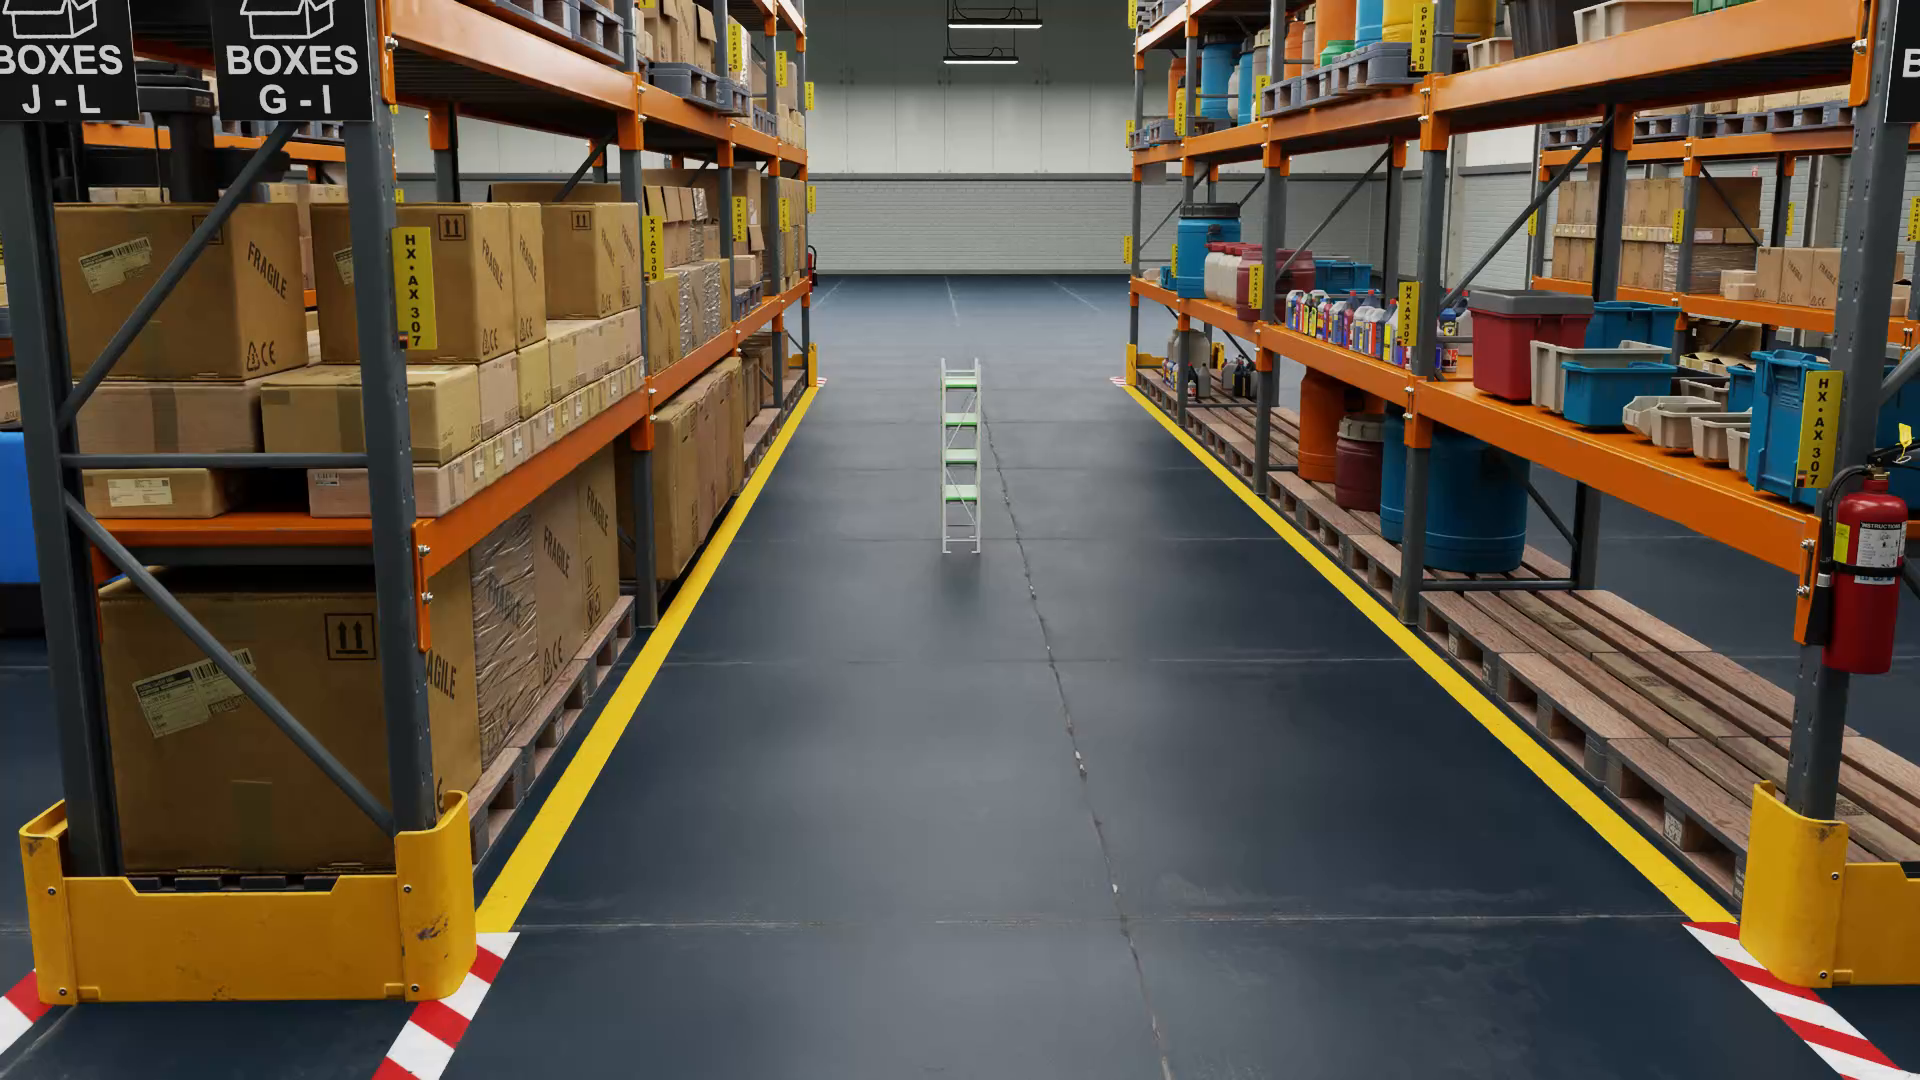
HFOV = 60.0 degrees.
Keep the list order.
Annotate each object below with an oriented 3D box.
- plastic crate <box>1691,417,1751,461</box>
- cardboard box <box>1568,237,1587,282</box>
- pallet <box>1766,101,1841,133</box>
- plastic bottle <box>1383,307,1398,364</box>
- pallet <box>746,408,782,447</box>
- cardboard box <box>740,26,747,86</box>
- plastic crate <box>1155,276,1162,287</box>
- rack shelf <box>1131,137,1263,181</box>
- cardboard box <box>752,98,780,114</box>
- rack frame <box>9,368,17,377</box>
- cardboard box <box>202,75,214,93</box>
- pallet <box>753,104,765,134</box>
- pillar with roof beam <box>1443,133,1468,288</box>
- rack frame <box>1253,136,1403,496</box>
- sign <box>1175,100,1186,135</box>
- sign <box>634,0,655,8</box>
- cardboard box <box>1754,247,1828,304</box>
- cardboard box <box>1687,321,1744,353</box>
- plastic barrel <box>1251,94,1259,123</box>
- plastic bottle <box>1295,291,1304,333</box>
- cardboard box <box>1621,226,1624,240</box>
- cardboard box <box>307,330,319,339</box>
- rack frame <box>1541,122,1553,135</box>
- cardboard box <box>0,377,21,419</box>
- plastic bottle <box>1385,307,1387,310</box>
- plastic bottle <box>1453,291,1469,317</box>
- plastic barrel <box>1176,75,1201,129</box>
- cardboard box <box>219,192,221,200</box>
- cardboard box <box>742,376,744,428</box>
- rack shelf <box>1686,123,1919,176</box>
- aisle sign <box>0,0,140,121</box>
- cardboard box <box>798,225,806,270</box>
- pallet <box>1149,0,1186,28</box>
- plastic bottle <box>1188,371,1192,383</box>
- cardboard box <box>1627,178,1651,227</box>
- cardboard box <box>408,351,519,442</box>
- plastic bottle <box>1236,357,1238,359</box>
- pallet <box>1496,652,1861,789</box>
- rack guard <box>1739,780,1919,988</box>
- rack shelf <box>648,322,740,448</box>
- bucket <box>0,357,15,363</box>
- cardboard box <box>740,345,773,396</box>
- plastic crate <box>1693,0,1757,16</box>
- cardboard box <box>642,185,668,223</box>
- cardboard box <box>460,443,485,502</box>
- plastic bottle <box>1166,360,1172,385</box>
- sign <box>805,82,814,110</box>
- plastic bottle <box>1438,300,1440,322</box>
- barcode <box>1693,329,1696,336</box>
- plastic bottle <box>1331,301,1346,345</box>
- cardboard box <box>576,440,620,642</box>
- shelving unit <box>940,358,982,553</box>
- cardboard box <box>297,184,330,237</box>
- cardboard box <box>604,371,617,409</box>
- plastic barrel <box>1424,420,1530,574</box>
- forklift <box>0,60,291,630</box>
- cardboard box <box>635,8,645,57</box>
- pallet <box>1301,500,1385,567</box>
[{"bbox_3d":[2.743,-0.350,5.754,0.396,0.136,0.243,0,11,-1],"label":"plastic crate"},{"bbox_3d":[7.566,-3.283,19.446,0.700,0.500,0.500,0,11,0],"label":"cardboard box"},{"bbox_3d":[7.590,-3.575,14.069,1.003,0.211,1.213,0,11,1],"label":"pallet"},{"bbox_3d":[2.503,-1.183,9.472,0.144,0.351,0.185,0,11,-1],"label":"plastic bottle"},{"bbox_3d":[-2.250,-1.075,15.826,1.003,0.211,1.213,0,11,-1],"label":"pallet"},{"bbox_3d":[-1.945,-3.760,12.997,0.500,0.500,0.500,0,11,-1],"label":"cardboard box"},{"bbox_3d":[2.397,-2.809,18.024,0.530,0.136,0.437,0,11,-1],"label":"plastic crate"},{"bbox_3d":[2.643,-4.132,18.145,1.077,0.370,4.000,0,11,-1],"label":"rack shelf"},{"bbox_3d":[-1.966,-4.254,16.313,0.380,0.149,0.250,-1,11,-3],"label":"cardboard box"},{"bbox_3d":[-7.146,-1.801,12.391,1.000,3.000,0.127,0,11,-1],"label":"rack frame"},{"bbox_3d":[-6.983,-4.003,14.770,0.500,0.250,0.500,0,11,-2],"label":"cardboard box"},{"bbox_3d":[-2.337,-3.645,14.409,1.213,0.211,1.003,0,11,-1],"label":"pallet"},{"bbox_3d":[8.586,-11.010,42.696,9.100,9.000,0.548,0,11,-1],"label":"pillar with roof beam"},{"bbox_3d":[2.767,-1.821,12.492,1.000,3.000,0.127,0,11,-1],"label":"rack frame"},{"bbox_3d":[2.134,-4.091,16.112,0.100,0.325,0.005,0,11,-1],"label":"sign"},{"bbox_3d":[-1.548,-2.771,8.128,0.100,0.325,0.005,0,11,-1],"label":"sign"},{"bbox_3d":[7.647,-2.428,15.229,0.500,0.500,0.500,1,11,3],"label":"cardboard box"},{"bbox_3d":[7.922,-2.055,17.616,0.500,0.500,0.500,0,11,-1],"label":"cardboard box"},{"bbox_3d":[2.507,-3.475,13.449,0.301,0.262,0.301,0,11,0],"label":"plastic barrel"},{"bbox_3d":[2.414,-1.611,11.751,0.061,0.283,0.133,0,11,-1],"label":"plastic bottle"},{"bbox_3d":[7.383,-3.361,18.200,0.380,0.149,0.250,0,11,1],"label":"cardboard box"},{"bbox_3d":[-2.331,-0.684,6.514,0.500,0.250,0.500,0,11,-1],"label":"cardboard box"},{"bbox_3d":[7.554,-6.371,19.831,1.000,3.000,0.127,0,11,-1],"label":"rack frame"},{"bbox_3d":[-6.870,-1.014,11.858,0.500,0.250,0.500,-1,11,-2],"label":"cardboard box"},{"bbox_3d":[2.617,-1.290,10.198,0.097,0.271,0.097,0,11,0],"label":"plastic bottle"},{"bbox_3d":[3.193,-1.396,10.521,0.144,0.351,0.185,0,11,-1],"label":"plastic bottle"},{"bbox_3d":[2.752,-4.954,18.858,0.600,0.588,0.600,0,11,0],"label":"plastic barrel"},{"bbox_3d":[-7.200,-2.934,15.210,0.700,0.500,0.500,0,11,-2],"label":"cardboard box"},{"bbox_3d":[-2.262,-1.148,14.352,0.700,0.500,0.500,1,11,4],"label":"cardboard box"},{"bbox_3d":[7.678,-3.356,14.322,1.077,0.370,4.000,0,11,-1],"label":"rack shelf"},{"bbox_3d":[-2.318,-1.469,4.219,0.394,0.787,0.004,0,11,-1],"label":"aisle sign"},{"bbox_3d":[-2.236,-3.378,19.164,0.875,0.500,0.500,0,11,-1],"label":"cardboard box"},{"bbox_3d":[2.611,-5.675,17.879,1.003,0.211,1.213,0,11,-1],"label":"pallet"},{"bbox_3d":[2.344,-1.595,17.103,0.061,0.283,0.133,0,11,2],"label":"plastic bottle"},{"bbox_3d":[7.600,-3.609,17.790,0.700,0.500,0.500,0,11,-1],"label":"cardboard box"},{"bbox_3d":[-1.777,-0.483,5.524,0.500,0.250,0.500,0,11,-2],"label":"cardboard box"},{"bbox_3d":[3.098,-1.910,18.653,0.061,0.283,0.133,0,11,0],"label":"plastic bottle"},{"bbox_3d":[2.932,0.729,6.932,1.003,0.211,1.213,0,11,-1],"label":"pallet"},{"bbox_3d":[2.946,0.999,4.879,1.175,0.500,0.348,0,11,-1],"label":"rack guard"},{"bbox_3d":[-2.144,-1.051,10.504,1.077,0.370,4.000,0,11,-1],"label":"rack shelf"},{"bbox_3d":[-9.537,-1.754,16.571,0.726,0.611,0.620,4,22,18],"label":"bucket"},{"bbox_3d":[-2.255,-1.770,17.472,0.500,0.500,0.500,4,12,17],"label":"cardboard box"},{"bbox_3d":[2.626,-1.792,5.337,0.450,0.188,0.336,0,11,-1],"label":"plastic crate"},{"bbox_3d":[-2.127,-1.810,9.662,0.797,0.503,0.637,0,11,-1],"label":"cardboard box"},{"bbox_3d":[-1.704,-0.211,5.184,0.380,0.149,0.250,0,11,-2],"label":"cardboard box"},{"bbox_3d":[2.334,-1.860,18.440,0.097,0.271,0.097,0,11,0],"label":"plastic bottle"},{"bbox_3d":[-1.795,-5.294,19.836,0.100,0.325,0.005,0,11,-1],"label":"sign"},{"bbox_3d":[3.085,-1.421,10.812,0.061,0.283,0.133,0,11,-1],"label":"plastic bottle"},{"bbox_3d":[7.225,-2.045,16.359,0.001,0.075,0.075,0,11,-1],"label":"barcode"},{"bbox_3d":[2.481,-1.398,10.715,0.152,0.276,0.135,0,11,-1],"label":"plastic bottle"},{"bbox_3d":[-2.169,-0.039,7.994,0.875,0.875,0.875,0,11,-1],"label":"cardboard box"},{"bbox_3d":[0.003,-0.555,10.778,0.258,1.200,0.503,0,11,-1],"label":"shelving unit"},{"bbox_3d":[-7.203,-3.489,17.618,0.875,0.550,0.550,0,11,-1],"label":"cardboard box"},{"bbox_3d":[-1.753,-0.670,7.450,0.380,0.149,0.250,0,11,0],"label":"cardboard box"},{"bbox_3d":[2.855,-0.312,9.273,0.600,0.901,0.708,0,11,-1],"label":"plastic barrel"},{"bbox_3d":[-4.517,-1.213,9.664,1.130,2.935,3.031,0,11,-2],"label":"forklift"},{"bbox_3d":[-2.035,-2.857,9.219,0.500,0.311,0.500,-1,11,-3],"label":"cardboard box"},{"bbox_3d":[2.847,-0.056,10.806,1.003,0.211,1.213,0,11,-1],"label":"pallet"}]
